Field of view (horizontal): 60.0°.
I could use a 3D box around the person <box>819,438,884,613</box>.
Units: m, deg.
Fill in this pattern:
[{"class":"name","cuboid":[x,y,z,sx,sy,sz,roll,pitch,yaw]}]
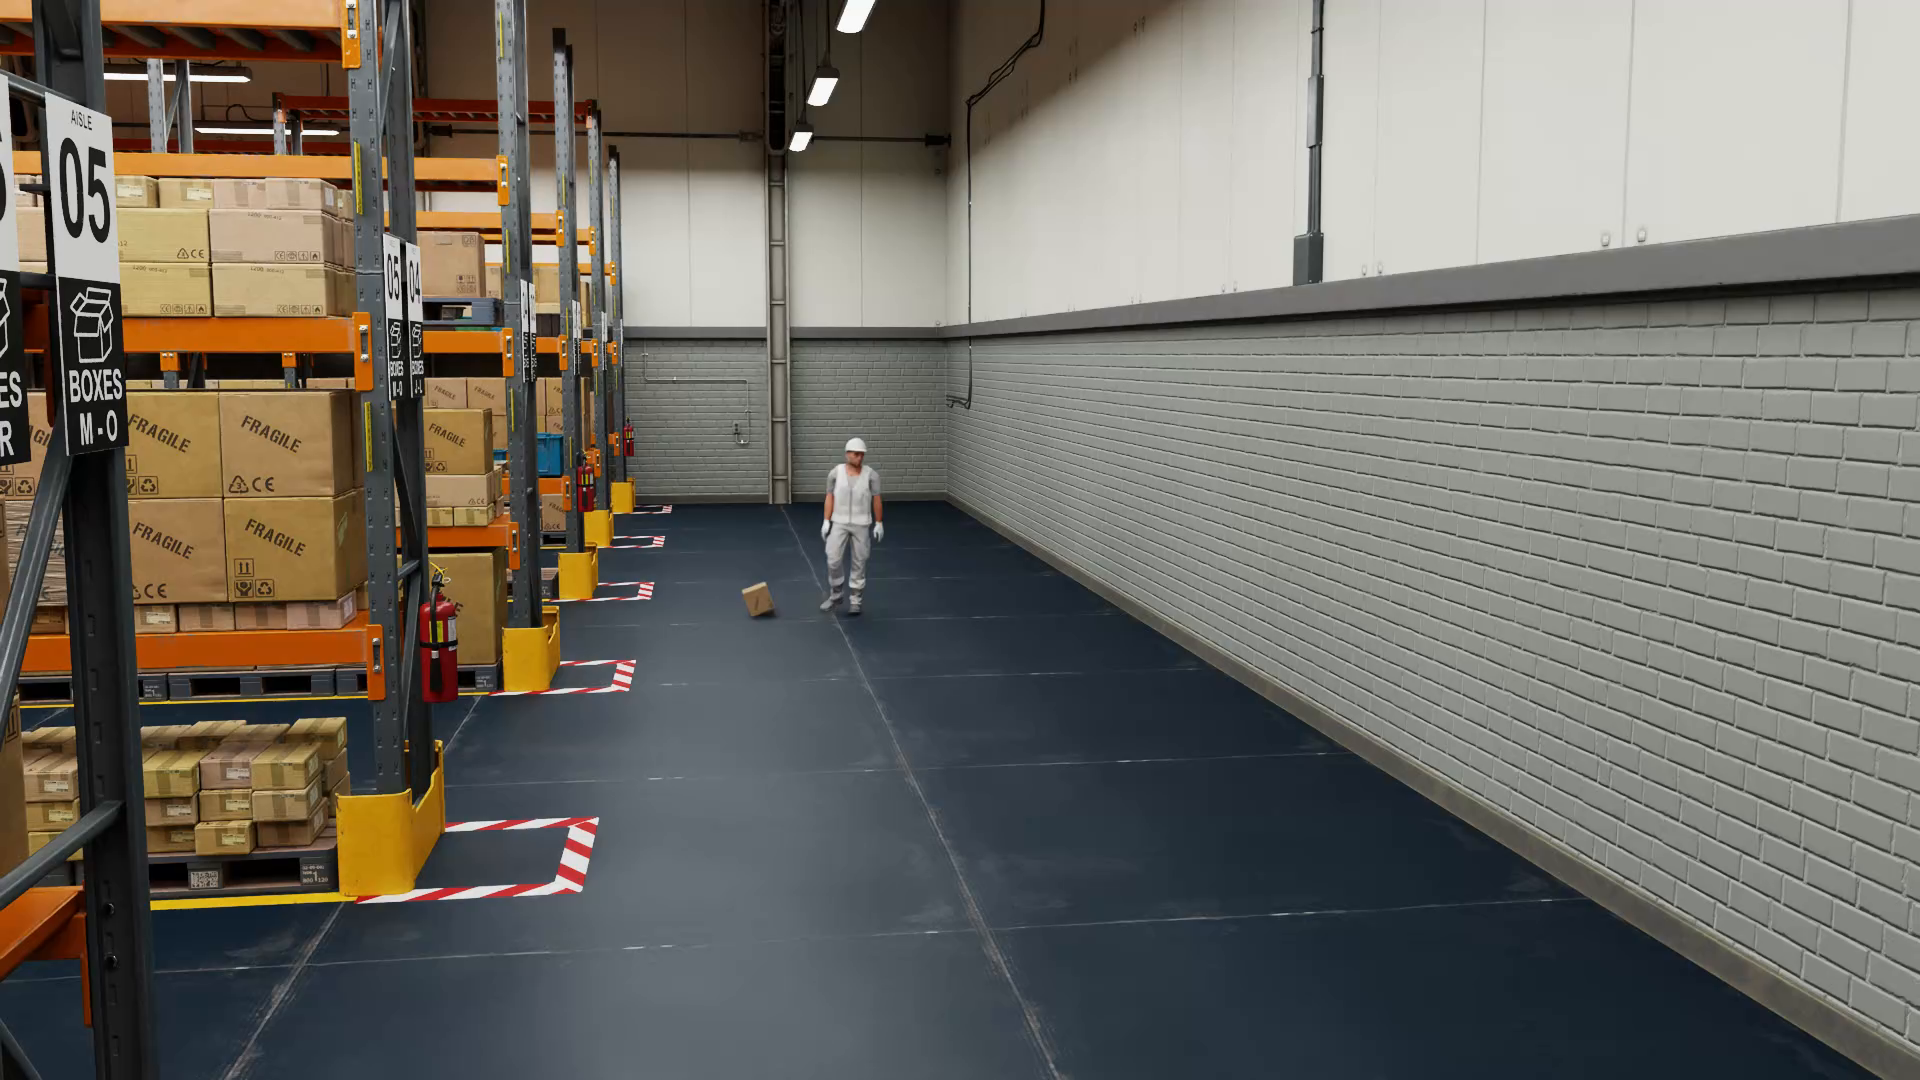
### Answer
[{"class":"person","cuboid":[-1.098,-0.139,16.673,0.651,1.772,0.451,0,6,0]}]
